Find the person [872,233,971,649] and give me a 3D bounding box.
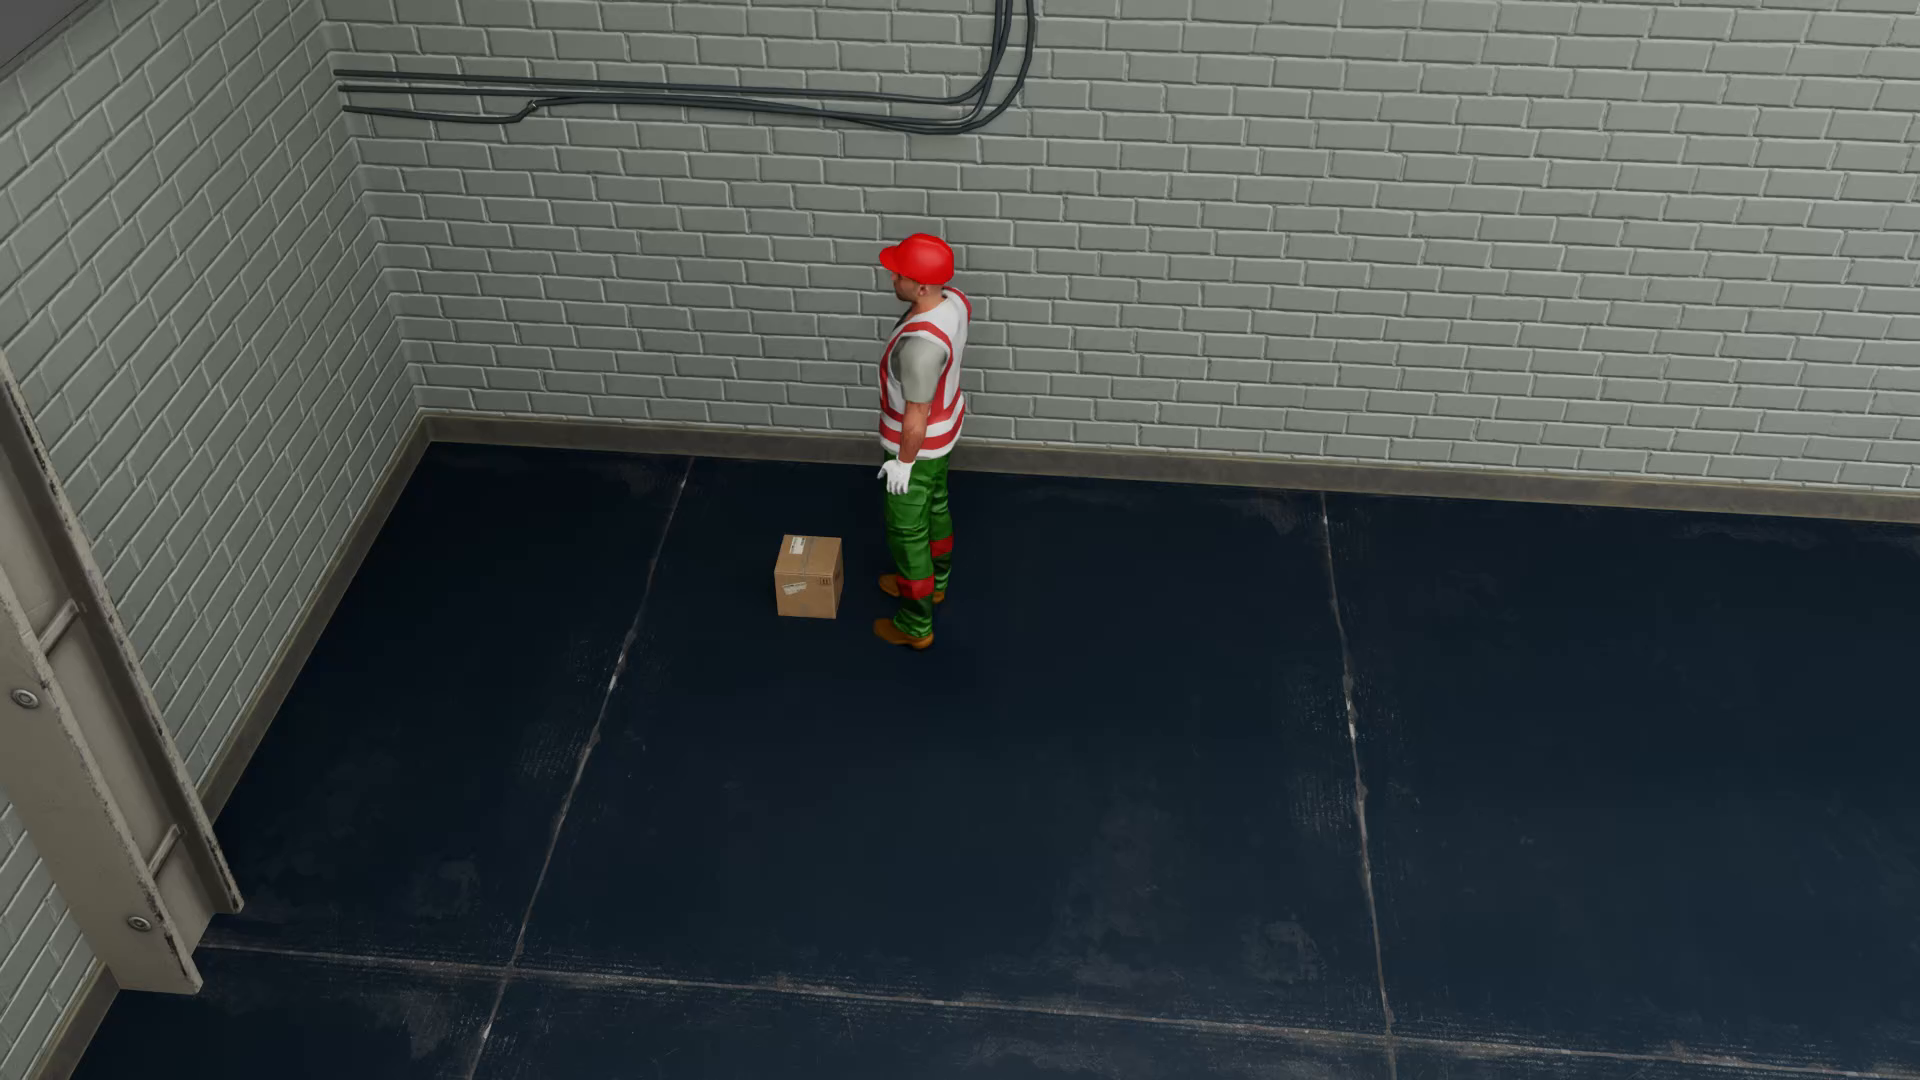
[{"bbox_3d":[-0.183,-0.409,6.628,0.391,1.818,0.606,10,41,11],"label":"person"}]
